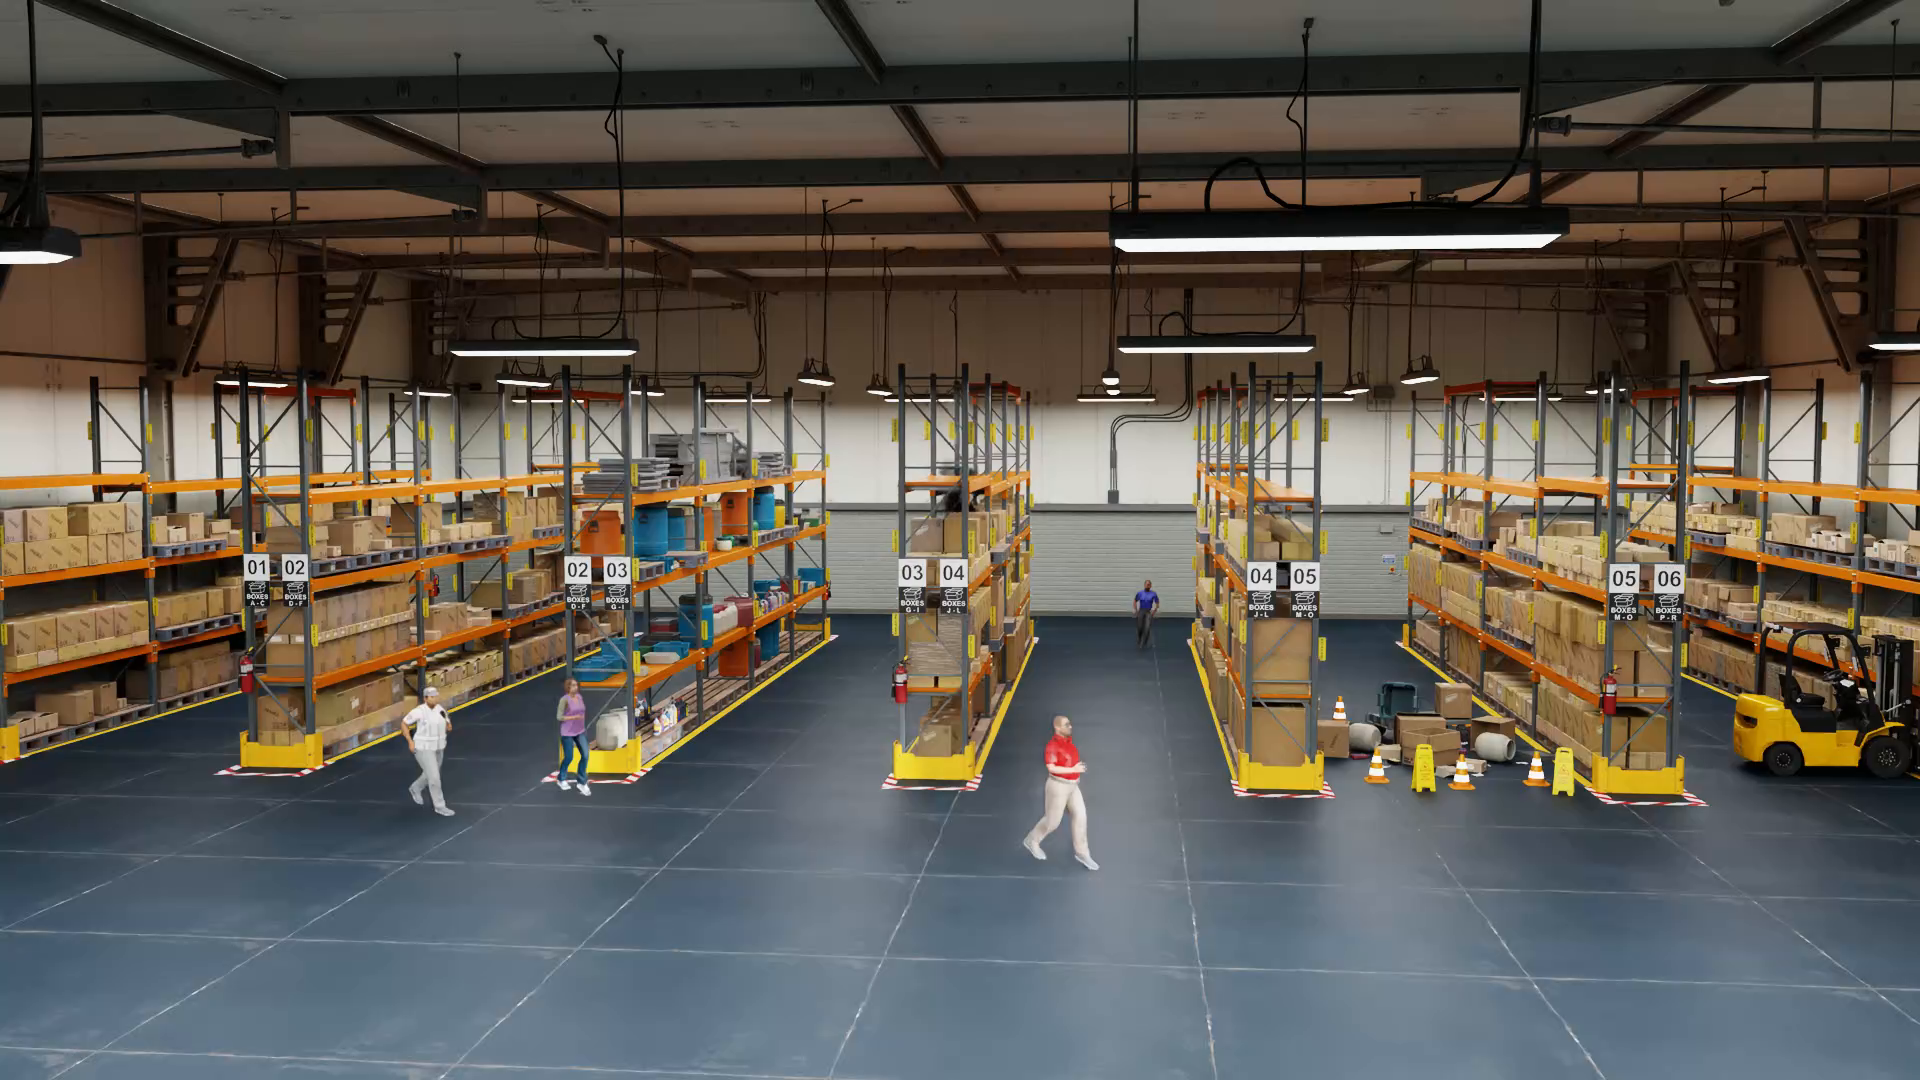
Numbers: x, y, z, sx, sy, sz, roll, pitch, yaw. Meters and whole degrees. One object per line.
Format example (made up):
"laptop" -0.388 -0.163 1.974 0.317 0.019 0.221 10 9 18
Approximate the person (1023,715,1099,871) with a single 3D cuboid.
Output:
"person" 1.159 2.900 19.194 0.938 1.766 0.646 2 4 33

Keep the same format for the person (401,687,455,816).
"person" -6.980 2.746 21.857 0.936 1.655 0.604 2 4 31

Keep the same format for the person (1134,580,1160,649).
"person" 4.341 1.721 38.717 0.599 1.607 0.542 0 4 2

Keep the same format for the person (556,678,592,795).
"person" -5.384 2.728 23.092 0.649 1.637 0.532 3 5 40
